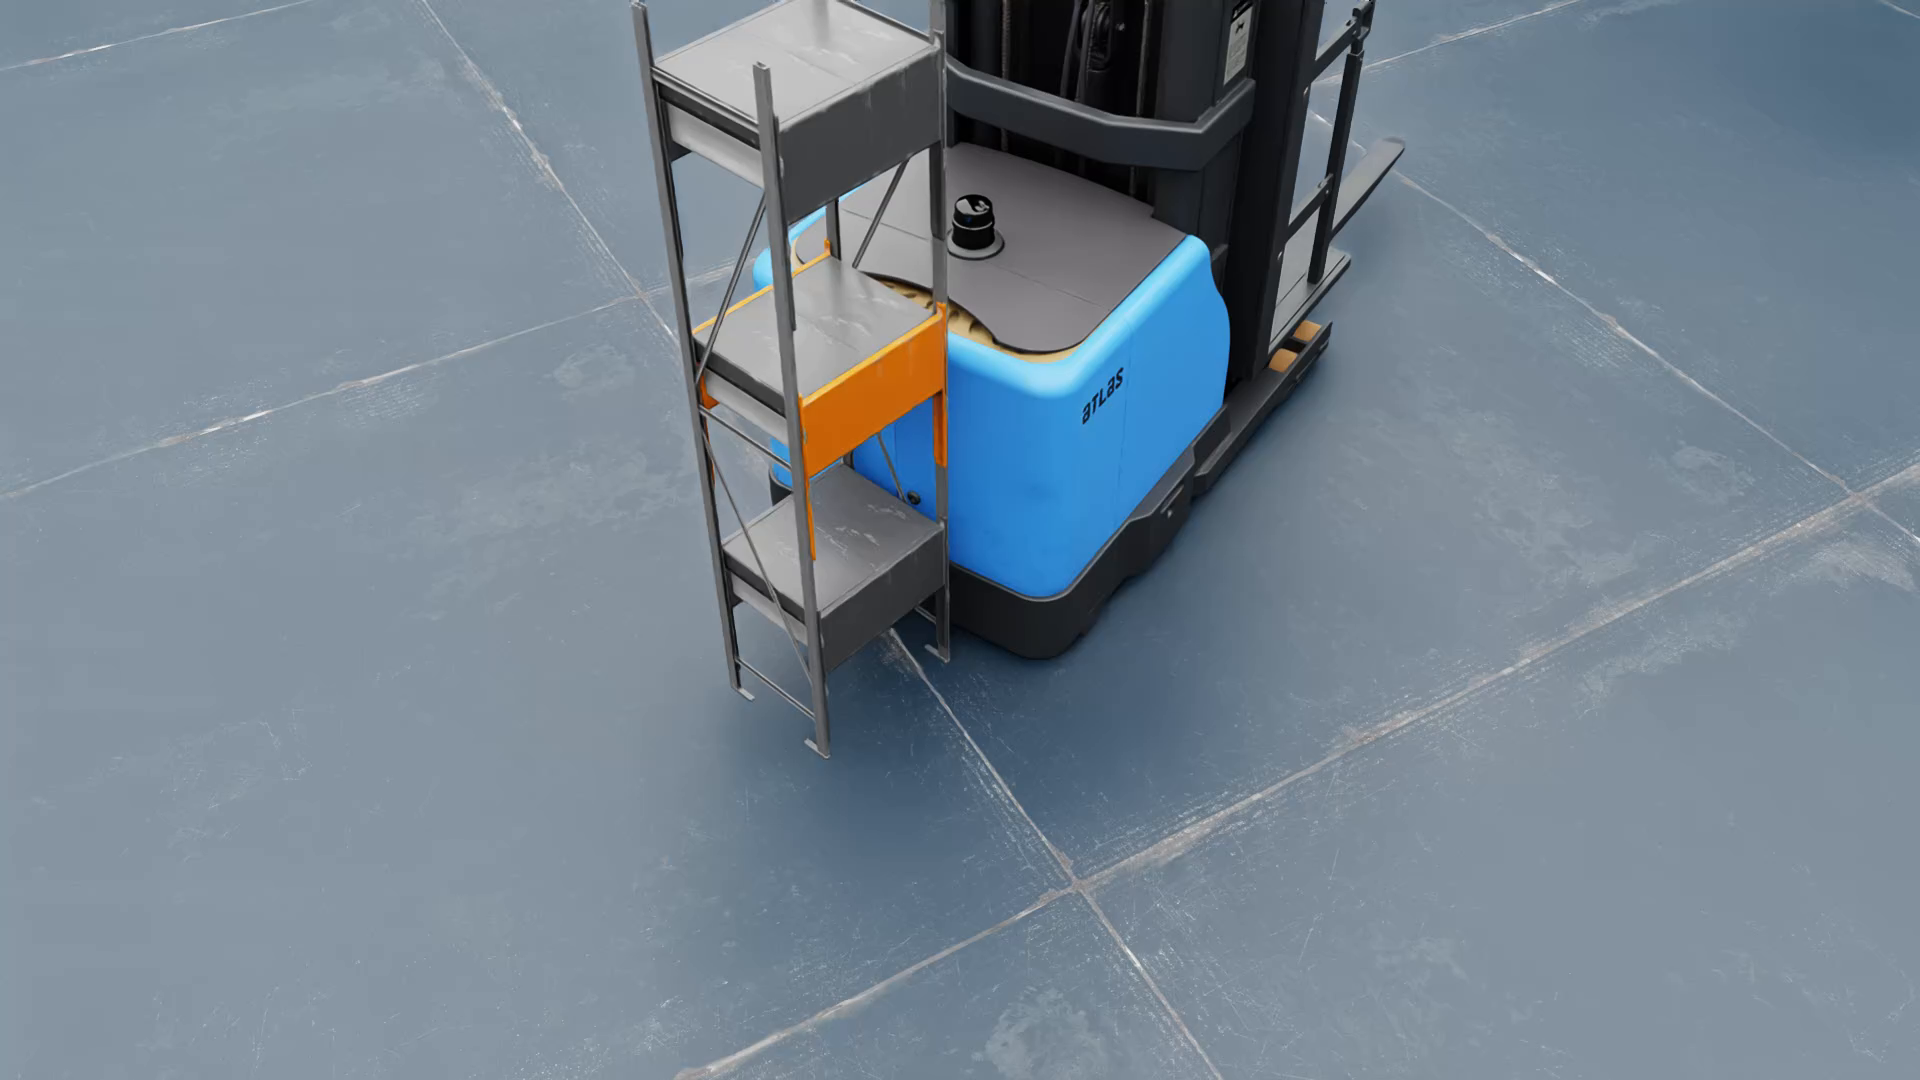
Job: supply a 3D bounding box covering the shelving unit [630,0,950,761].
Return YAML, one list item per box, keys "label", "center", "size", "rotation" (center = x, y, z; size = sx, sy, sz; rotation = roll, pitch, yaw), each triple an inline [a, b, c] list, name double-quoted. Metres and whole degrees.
- label: "shelving unit"
  center: [-0.347, -0.363, 4.116]
  size: [0.431, 2.100, 0.503]
  rotation: [33, 53, 29]

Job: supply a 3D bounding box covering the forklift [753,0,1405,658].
- label: "forklift"
  center: [0.647, -1.712, 4.909]
  size: [1.130, 2.935, 3.031]
  rotation: [24, 49, 23]

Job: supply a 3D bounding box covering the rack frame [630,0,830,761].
- label: "rack frame"
  center: [-0.513, -0.238, 3.988]
  size: [0.400, 2.100, 0.015]
  rotation: [33, 53, 29]

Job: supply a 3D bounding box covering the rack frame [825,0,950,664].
- label: "rack frame"
  center: [-0.181, -0.487, 4.245]
  size: [0.400, 2.100, 0.015]
  rotation: [33, 53, 29]

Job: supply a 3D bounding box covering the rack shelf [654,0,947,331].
- label: "rack shelf"
  center: [-0.347, -0.855, 3.638]
  size: [0.431, 0.518, 0.480]
  rotation: [33, 53, 29]

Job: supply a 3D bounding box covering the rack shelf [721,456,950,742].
- label: "rack shelf"
  center: [-0.347, 0.149, 4.613]
  size: [0.431, 0.518, 0.480]
  rotation: [33, 53, 29]

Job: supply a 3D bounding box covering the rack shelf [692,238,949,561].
- label: "rack shelf"
  center: [-0.347, -0.353, 4.126]
  size: [0.431, 0.518, 0.480]
  rotation: [33, 53, 29]
